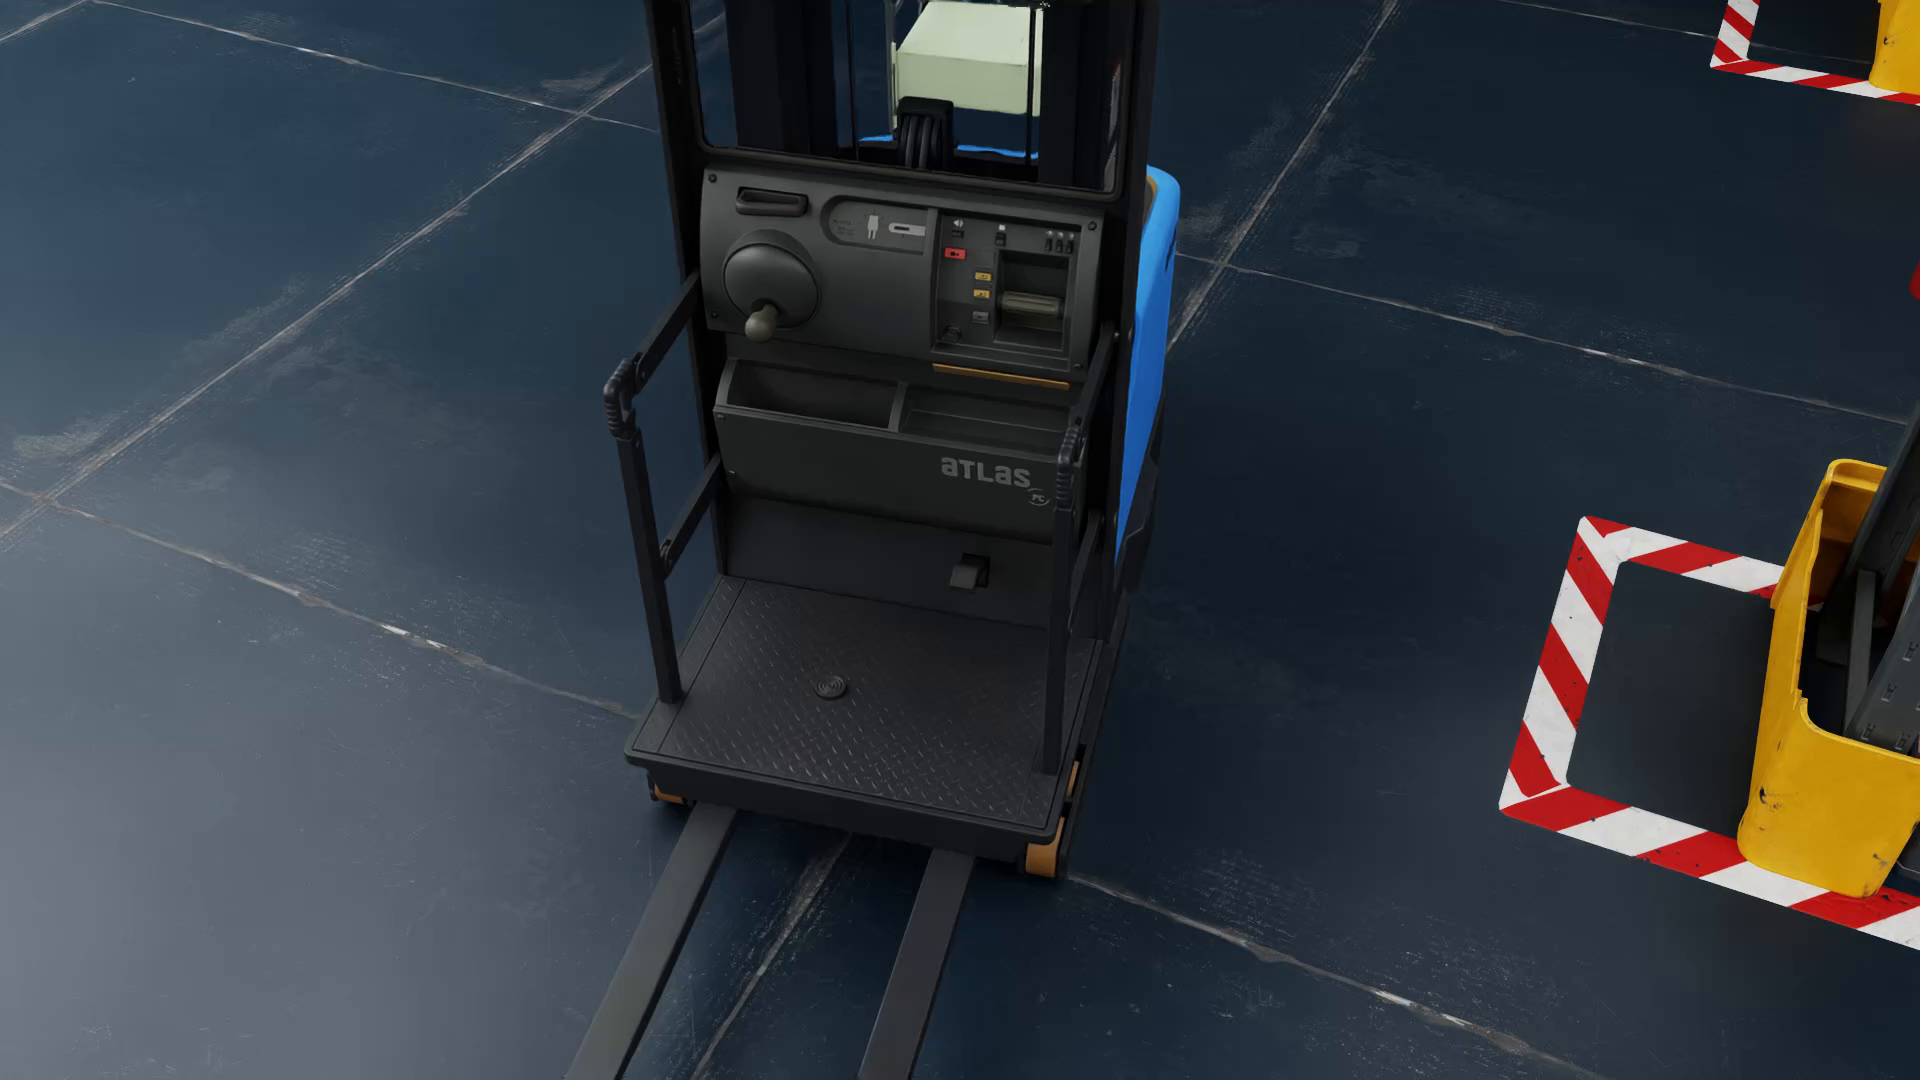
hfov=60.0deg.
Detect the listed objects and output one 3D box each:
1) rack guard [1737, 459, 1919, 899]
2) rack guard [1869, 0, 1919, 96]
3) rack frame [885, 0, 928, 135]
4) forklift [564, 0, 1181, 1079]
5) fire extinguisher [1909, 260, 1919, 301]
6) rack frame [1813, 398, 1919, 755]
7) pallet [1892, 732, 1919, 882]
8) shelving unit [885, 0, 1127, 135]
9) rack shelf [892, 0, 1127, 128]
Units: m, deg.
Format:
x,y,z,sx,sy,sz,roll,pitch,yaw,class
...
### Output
x,y,z,sx,sy,sz,roll,pitch,yaw,class
2.405,0.337,4.479,0.348,0.500,1.175,17,44,19,rack guard
4.587,-2.576,7.841,0.348,0.500,1.175,17,44,19,rack guard
-0.159,-1.171,5.455,0.023,1.500,0.400,9,42,11,rack frame
-0.194,-0.528,3.621,1.130,2.935,3.031,9,42,11,forklift
2.516,-0.880,4.034,0.183,0.674,0.296,17,44,19,fire extinguisher
2.427,-0.601,3.653,0.127,3.000,1.000,17,44,19,rack frame
3.138,0.640,4.350,1.213,0.211,1.003,17,44,19,pallet
0.196,-1.113,5.388,0.755,1.500,0.431,9,42,11,shelving unit
0.196,-1.408,5.133,0.720,0.370,0.431,9,42,11,rack shelf
